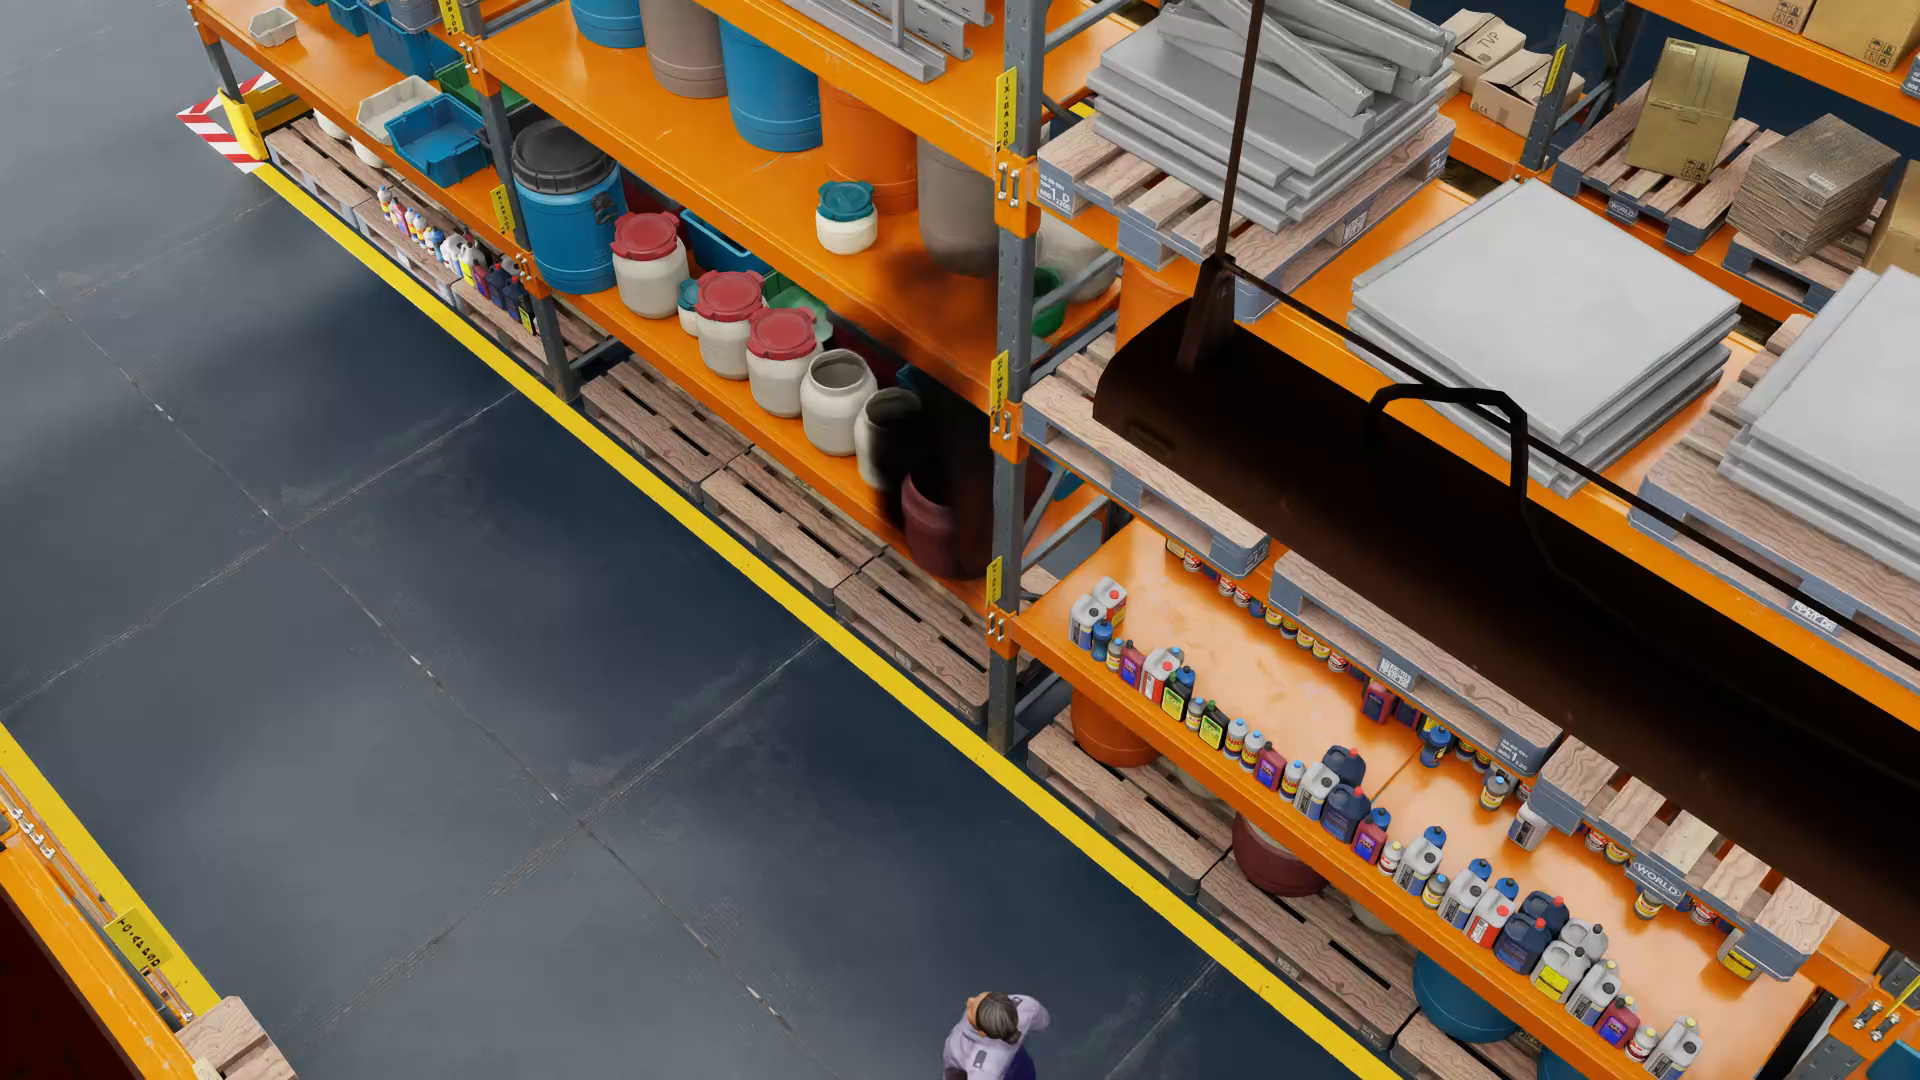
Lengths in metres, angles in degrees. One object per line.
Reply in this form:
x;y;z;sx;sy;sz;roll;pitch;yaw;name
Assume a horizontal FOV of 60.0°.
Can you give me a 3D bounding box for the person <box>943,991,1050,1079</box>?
0.126;2.314;7.041;0.614;1.632;0.608;28;55;21;person
